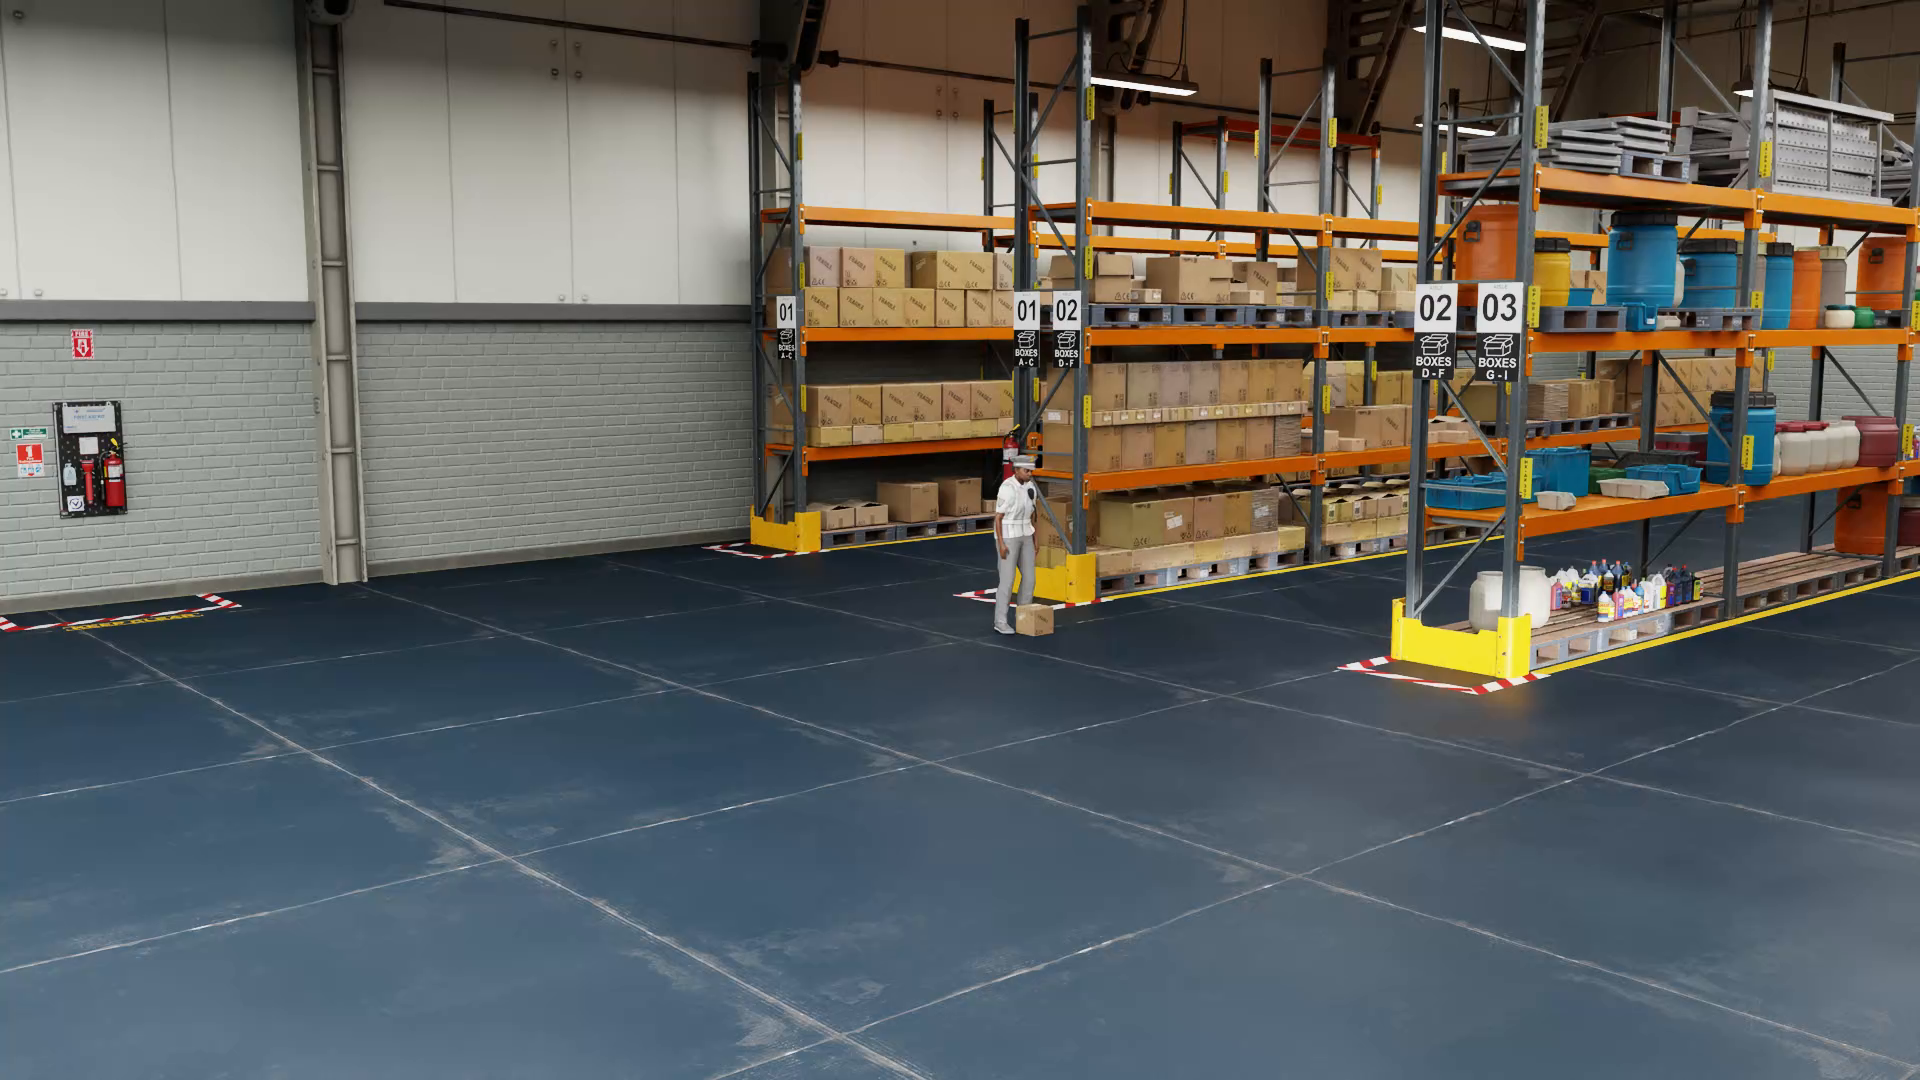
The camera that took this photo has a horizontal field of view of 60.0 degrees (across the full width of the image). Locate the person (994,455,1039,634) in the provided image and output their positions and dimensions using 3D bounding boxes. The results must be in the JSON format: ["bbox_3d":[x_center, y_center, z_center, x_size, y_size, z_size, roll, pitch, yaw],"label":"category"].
[{"bbox_3d":[0.539,0.026,15.590,0.505,1.659,0.415,-6,10,-40],"label":"person"}]
